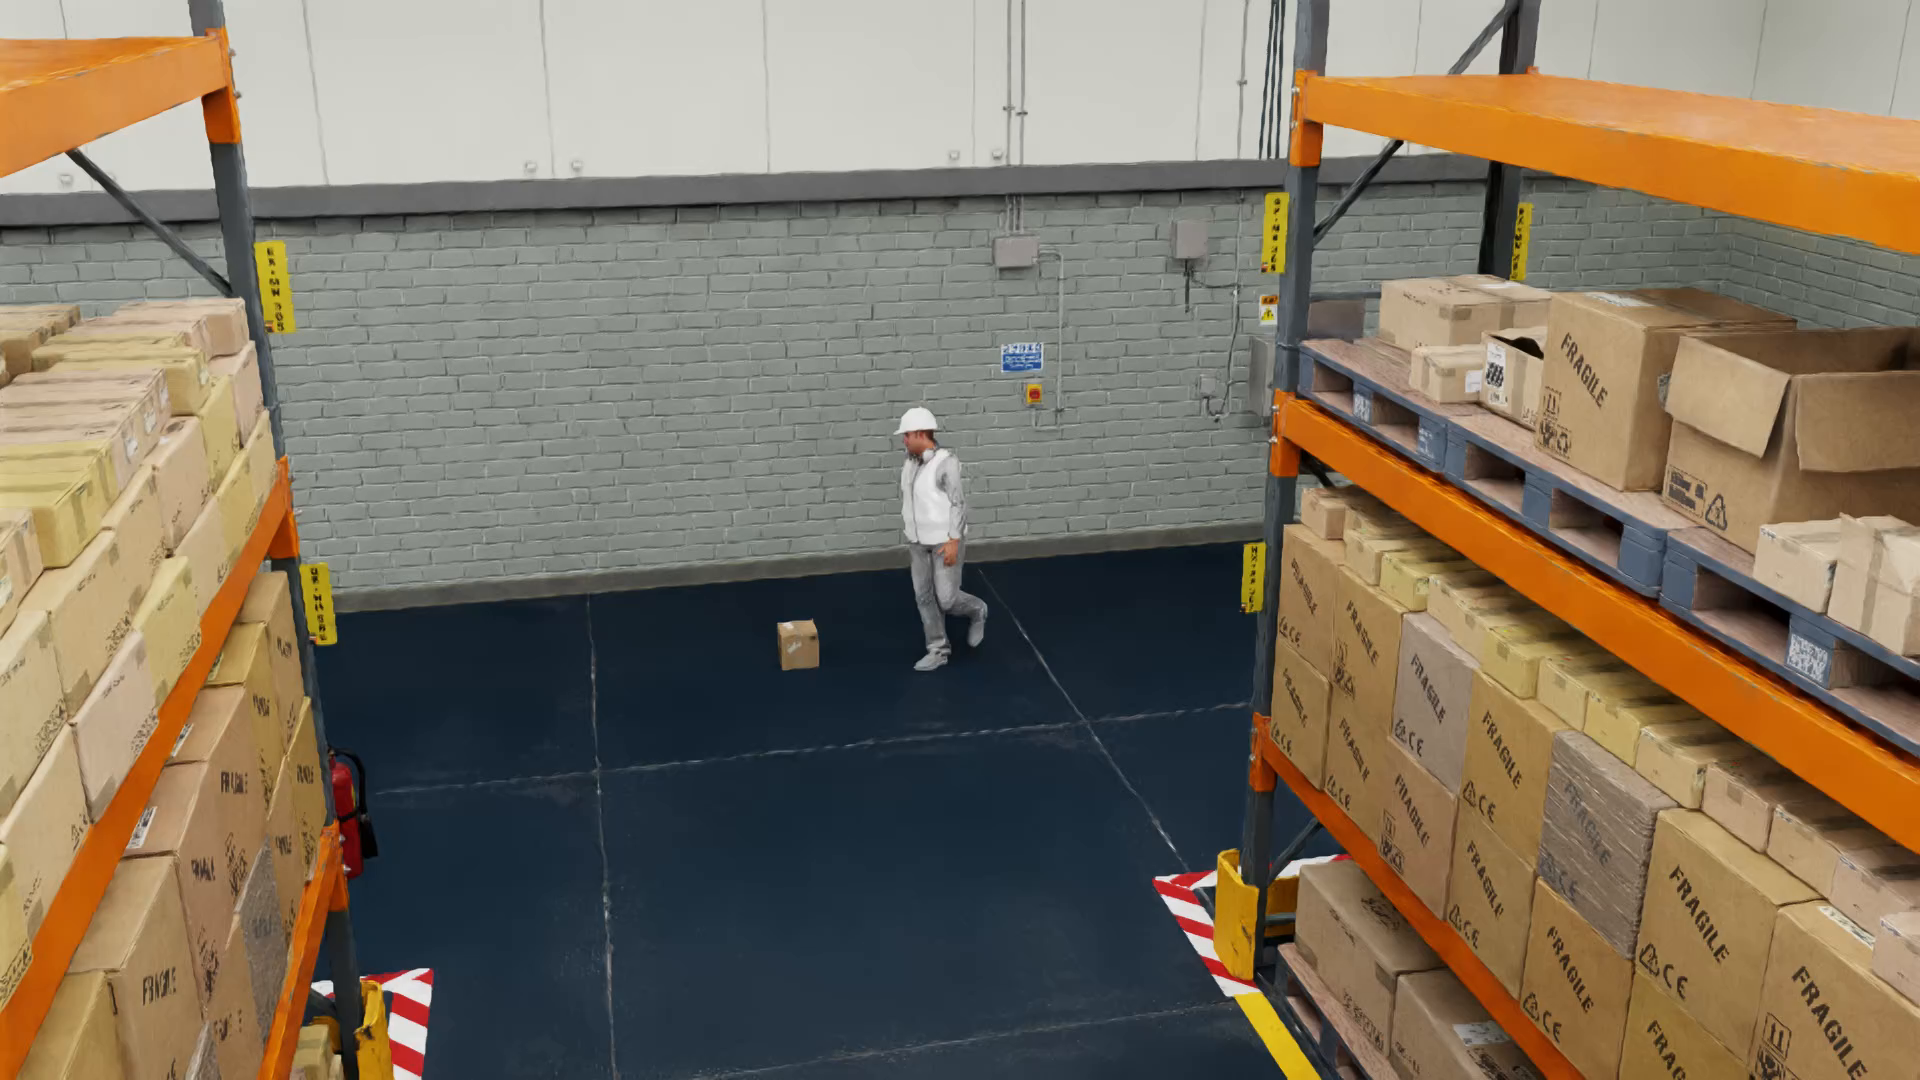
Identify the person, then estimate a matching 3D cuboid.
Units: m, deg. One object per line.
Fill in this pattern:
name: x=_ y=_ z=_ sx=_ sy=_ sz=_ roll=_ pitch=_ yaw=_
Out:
person: x=-0.149 y=-0.028 z=11.151 sx=0.585 sy=1.749 sz=0.661 roll=17 pitch=26 yaw=40
